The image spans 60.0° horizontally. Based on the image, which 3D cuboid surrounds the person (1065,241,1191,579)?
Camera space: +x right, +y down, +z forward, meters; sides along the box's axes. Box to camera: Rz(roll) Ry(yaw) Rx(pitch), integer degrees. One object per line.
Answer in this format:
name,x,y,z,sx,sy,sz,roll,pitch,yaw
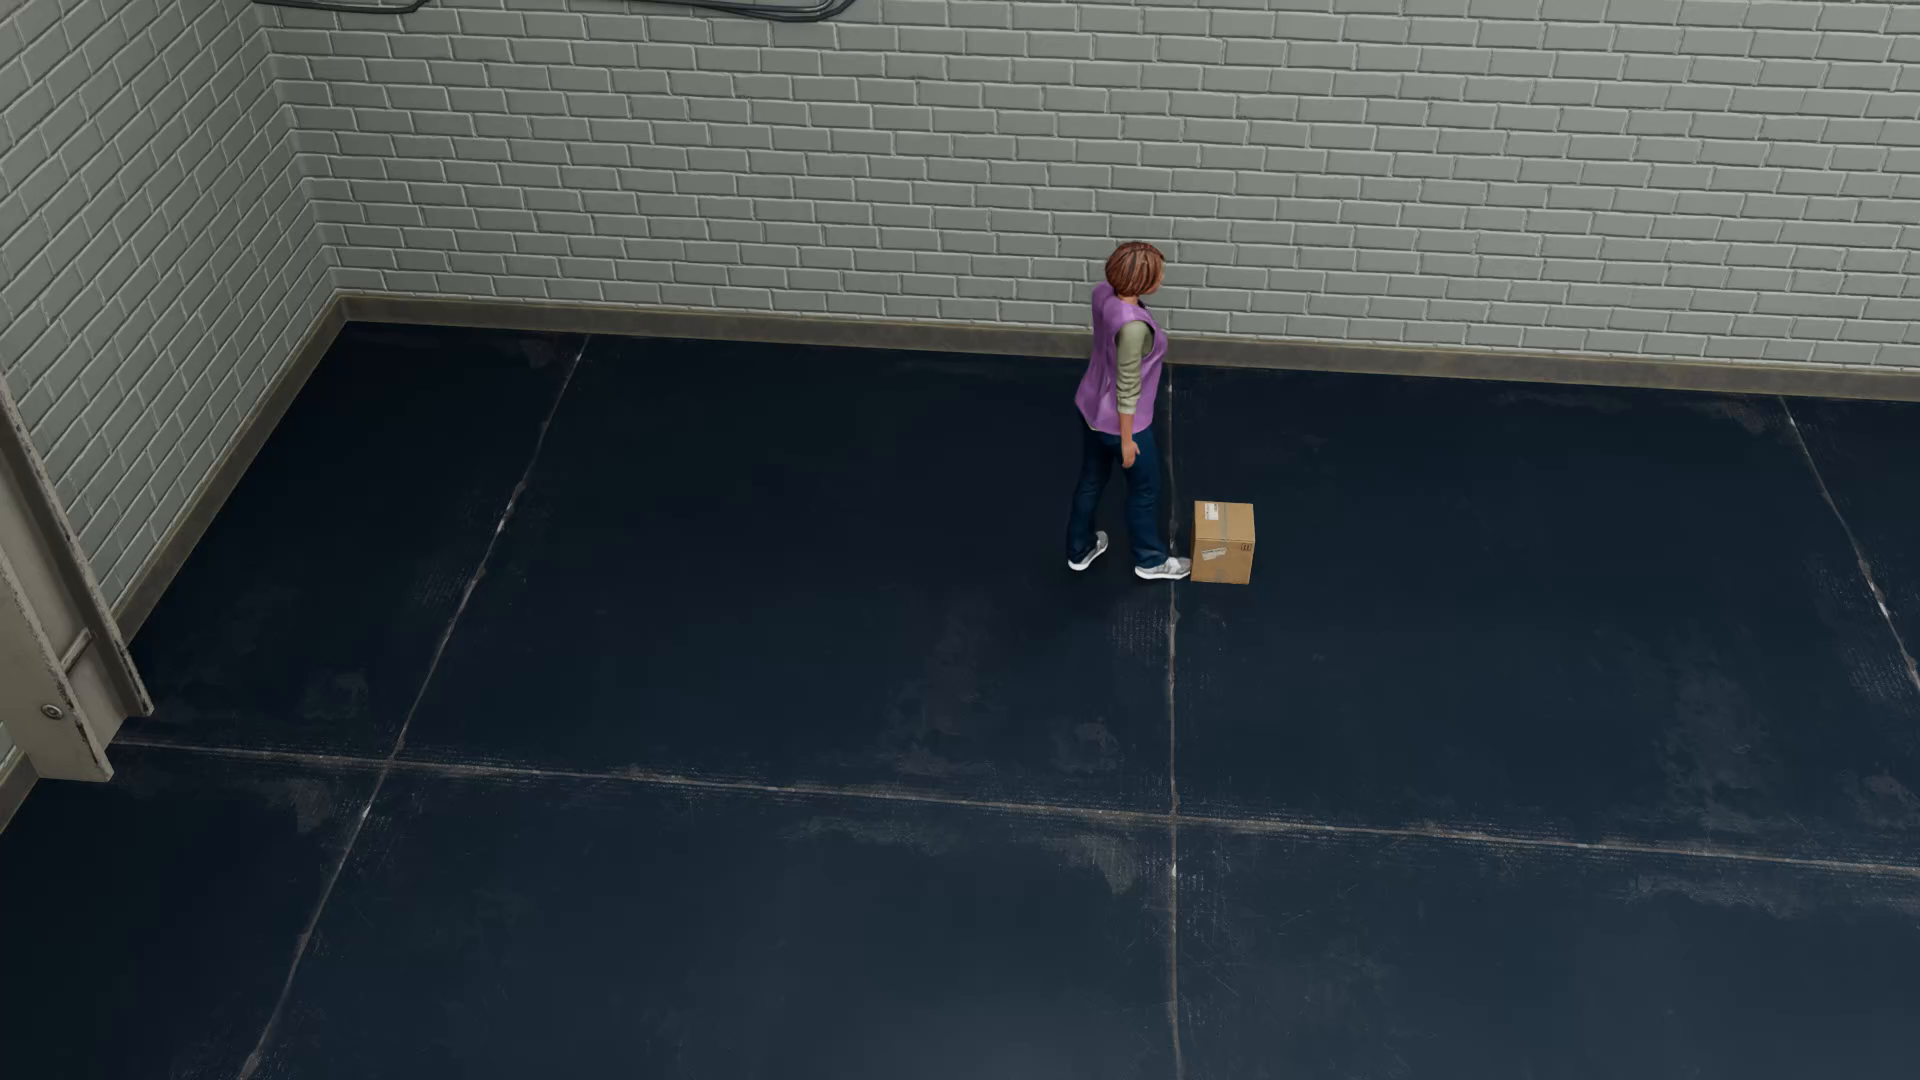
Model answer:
person,0.704,-0.529,6.771,0.532,1.597,0.453,-14,43,-16
